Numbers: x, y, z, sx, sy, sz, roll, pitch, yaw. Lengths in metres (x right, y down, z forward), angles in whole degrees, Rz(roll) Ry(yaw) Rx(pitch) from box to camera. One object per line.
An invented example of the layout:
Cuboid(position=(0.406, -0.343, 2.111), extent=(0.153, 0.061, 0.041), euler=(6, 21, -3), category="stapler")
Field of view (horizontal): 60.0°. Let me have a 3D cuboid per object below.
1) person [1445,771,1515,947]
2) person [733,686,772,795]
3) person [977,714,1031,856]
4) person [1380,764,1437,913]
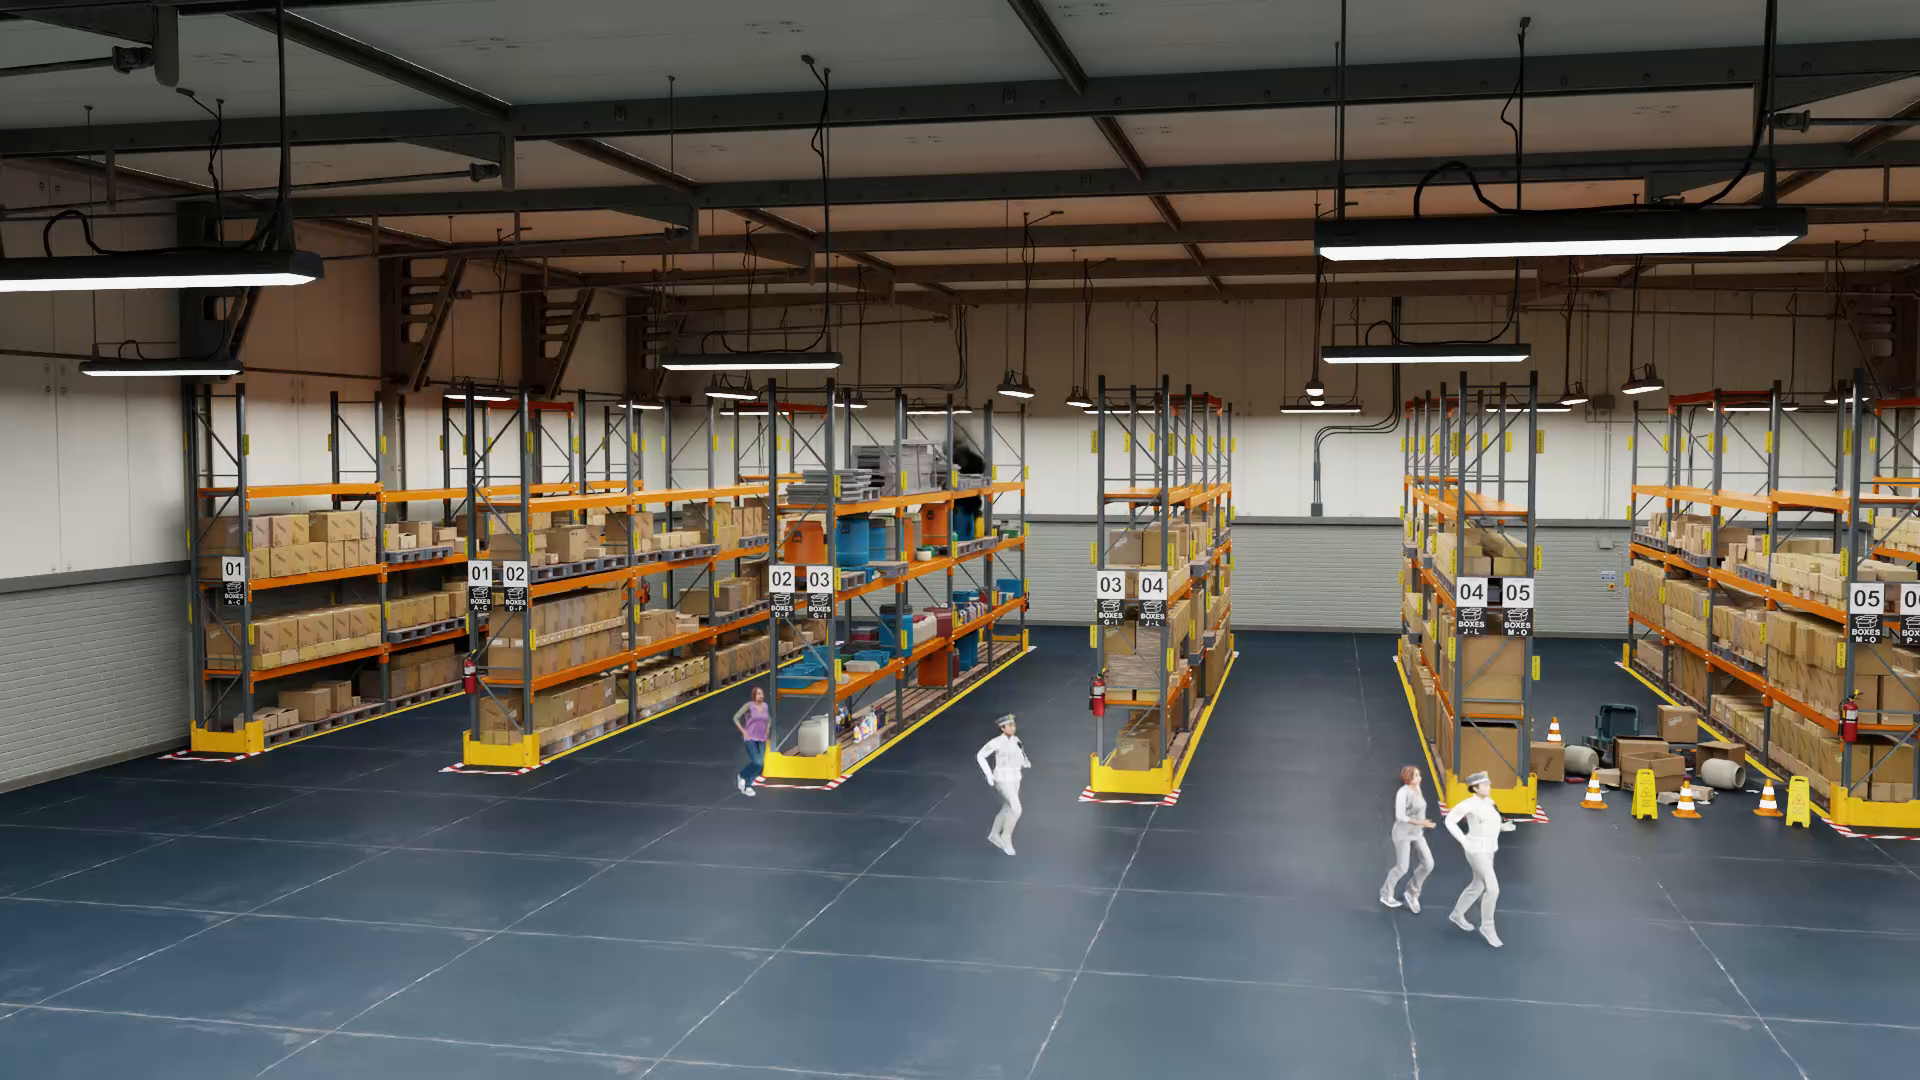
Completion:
Cuboid(position=(5.254, 3.194, 16.804), extent=(0.593, 1.752, 0.709), euler=(-3, 5, -44), category="person")
Cuboid(position=(-2.905, 2.866, 23.720), extent=(0.569, 1.554, 0.467), euler=(-3, 4, -38), category="person")
Cuboid(position=(0.586, 2.992, 20.409), extent=(0.708, 1.726, 0.580), euler=(3, 4, 41), category="person")
Cuboid(position=(4.818, 3.200, 17.773), extent=(0.558, 1.625, 0.673), euler=(-3, 4, -42), category="person")
